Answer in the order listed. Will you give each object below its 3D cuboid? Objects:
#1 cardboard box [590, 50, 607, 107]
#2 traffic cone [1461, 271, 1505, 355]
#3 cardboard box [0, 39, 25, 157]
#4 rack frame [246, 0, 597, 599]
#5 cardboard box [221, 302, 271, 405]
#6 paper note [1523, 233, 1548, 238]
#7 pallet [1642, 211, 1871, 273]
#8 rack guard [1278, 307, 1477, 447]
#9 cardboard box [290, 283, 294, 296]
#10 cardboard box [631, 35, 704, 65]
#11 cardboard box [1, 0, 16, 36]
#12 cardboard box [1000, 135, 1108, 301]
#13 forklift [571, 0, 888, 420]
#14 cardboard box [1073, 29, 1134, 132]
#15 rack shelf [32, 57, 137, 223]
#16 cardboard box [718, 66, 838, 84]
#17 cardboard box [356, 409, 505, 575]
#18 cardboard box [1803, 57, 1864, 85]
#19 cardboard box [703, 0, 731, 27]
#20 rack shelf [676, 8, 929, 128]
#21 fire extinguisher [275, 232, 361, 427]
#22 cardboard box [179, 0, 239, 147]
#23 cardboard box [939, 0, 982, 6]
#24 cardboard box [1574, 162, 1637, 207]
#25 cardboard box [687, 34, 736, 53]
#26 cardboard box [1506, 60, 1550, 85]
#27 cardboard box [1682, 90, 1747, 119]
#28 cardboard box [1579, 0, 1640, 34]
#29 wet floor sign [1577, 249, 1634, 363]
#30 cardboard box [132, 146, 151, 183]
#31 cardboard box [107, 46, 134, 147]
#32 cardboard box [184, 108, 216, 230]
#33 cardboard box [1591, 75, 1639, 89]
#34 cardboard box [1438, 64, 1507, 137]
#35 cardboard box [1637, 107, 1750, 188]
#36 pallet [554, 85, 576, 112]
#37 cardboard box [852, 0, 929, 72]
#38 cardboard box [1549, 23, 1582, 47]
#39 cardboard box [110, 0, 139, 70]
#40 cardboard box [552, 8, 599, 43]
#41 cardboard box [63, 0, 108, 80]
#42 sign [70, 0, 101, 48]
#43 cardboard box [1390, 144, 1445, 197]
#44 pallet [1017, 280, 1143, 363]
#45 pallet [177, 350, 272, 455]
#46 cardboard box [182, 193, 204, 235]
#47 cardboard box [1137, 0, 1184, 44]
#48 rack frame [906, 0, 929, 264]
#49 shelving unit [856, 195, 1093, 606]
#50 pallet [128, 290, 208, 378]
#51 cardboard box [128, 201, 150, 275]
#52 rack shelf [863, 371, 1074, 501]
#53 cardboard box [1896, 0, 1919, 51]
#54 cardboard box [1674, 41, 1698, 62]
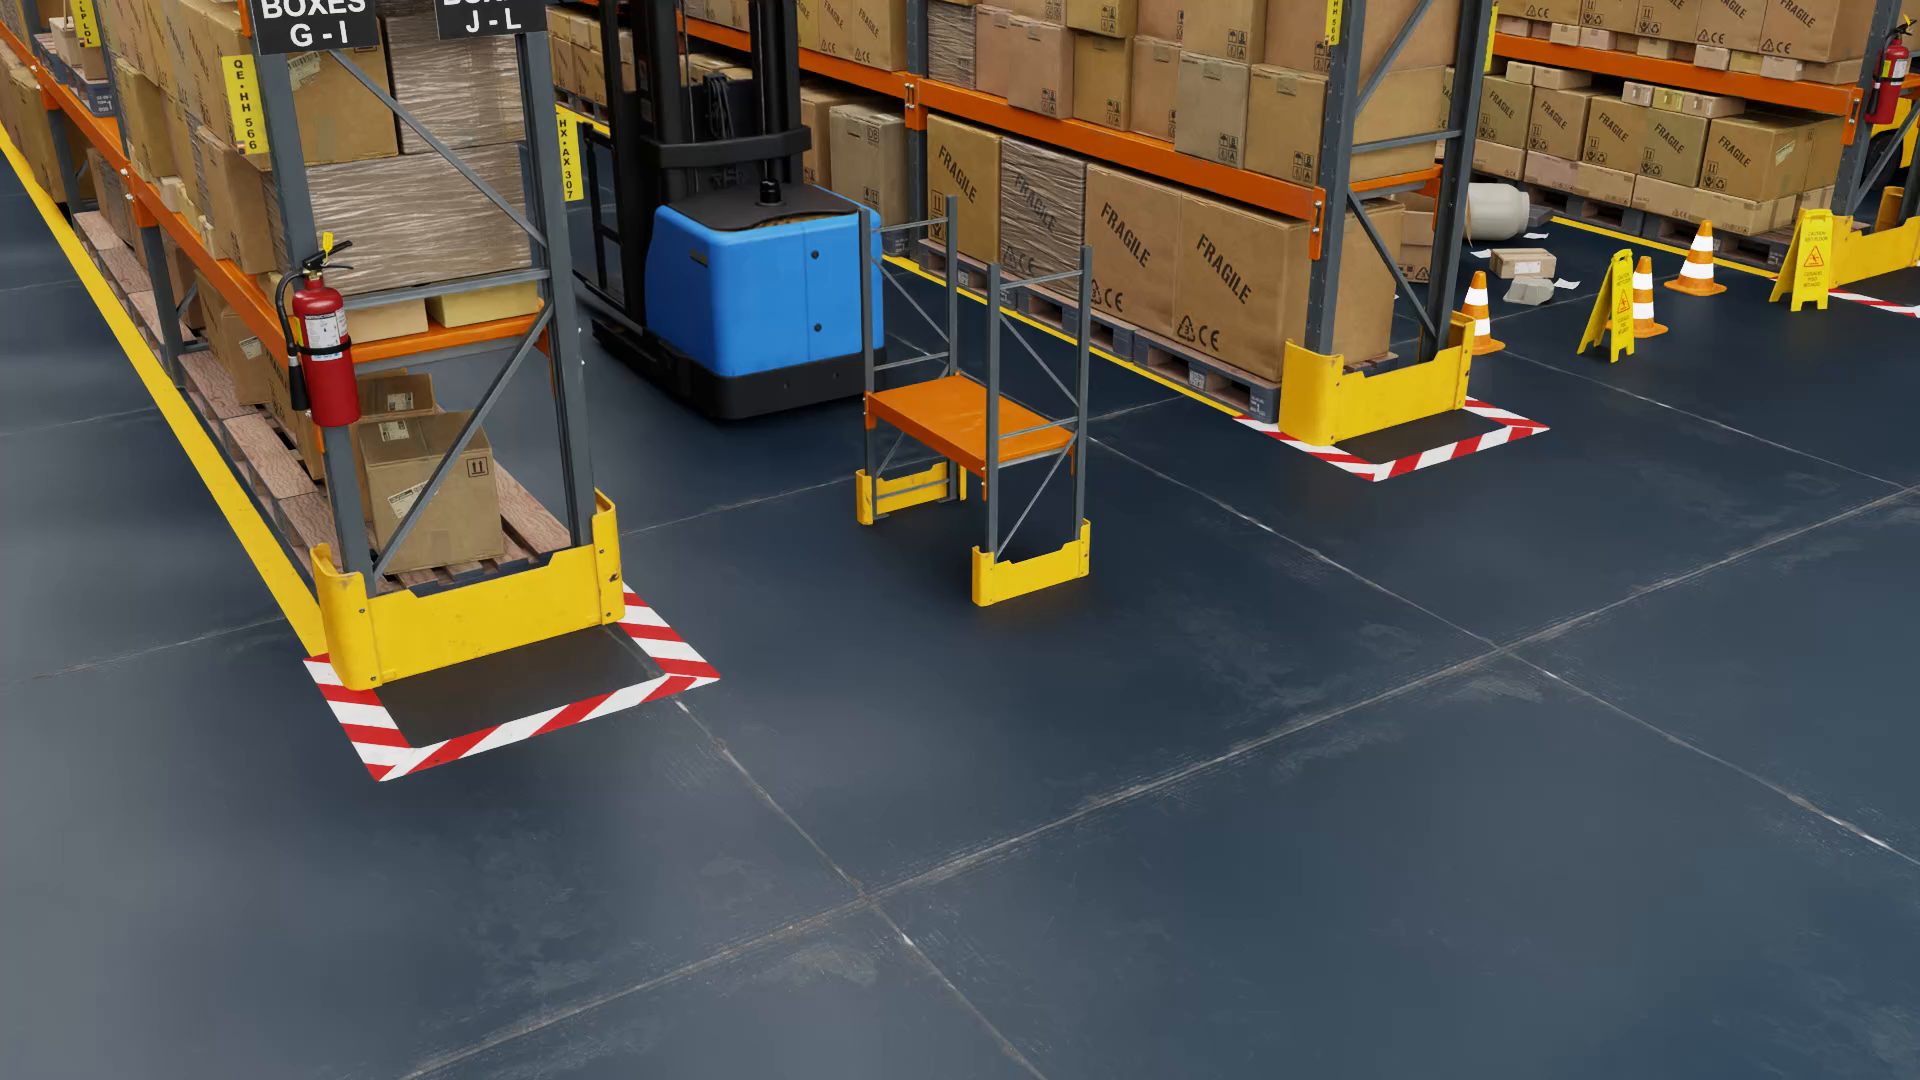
[{"bbox_3d":[-3.258,-4.514,16.234,0.500,0.500,0.500,-17,30,-32],"label":"cardboard box"},{"bbox_3d":[3.170,-1.420,10.216,0.336,0.463,0.334,-16,29,-30],"label":"traffic cone"},{"bbox_3d":[-7.637,-3.904,14.503,1.225,0.875,0.875,-17,30,-31],"label":"cardboard box"},{"bbox_3d":[-1.941,-0.927,6.199,1.000,3.000,0.127,-16,29,-30],"label":"rack frame"},{"bbox_3d":[-3.620,-1.061,8.921,0.500,0.500,0.500,-6,26,-13],"label":"cardboard box"},{"bbox_3d":[4.369,-2.312,12.612,0.148,0.019,0.142,18,31,33],"label":"paper note"},{"bbox_3d":[5.907,-2.301,12.377,1.003,0.211,1.213,-16,29,-30],"label":"pallet"},{"bbox_3d":[2.283,-0.907,9.086,1.175,0.500,0.348,-16,29,-30],"label":"rack guard"},{"bbox_3d":[-2.405,-0.956,6.556,0.380,0.149,0.250,-16,29,-30],"label":"cardboard box"},{"bbox_3d":[-2.690,-4.490,15.305,0.500,0.250,0.500,-16,30,-31],"label":"cardboard box"},{"bbox_3d":[-7.338,-4.317,13.263,0.500,0.500,0.500,-17,30,-31],"label":"cardboard box"},{"bbox_3d":[0.867,-2.143,10.773,0.875,0.875,0.875,-15,29,-29],"label":"cardboard box"},{"bbox_3d":[-1.620,-2.557,9.732,1.130,2.935,3.031,-15,29,-29],"label":"forklift"},{"bbox_3d":[1.187,-2.837,10.071,0.875,0.550,0.500,-16,29,-30],"label":"cardboard box"},{"bbox_3d":[-5.216,-2.747,10.899,1.077,0.370,4.000,-16,29,-30],"label":"rack shelf"},{"bbox_3d":[-1.360,-3.530,13.856,1.050,0.750,0.750,-15,29,-29],"label":"cardboard box"},{"bbox_3d":[-2.267,-0.213,7.124,0.500,0.500,0.500,-10,27,-20],"label":"cardboard box"},{"bbox_3d":[5.979,-3.206,11.322,0.380,0.149,0.250,-14,29,-28],"label":"cardboard box"},{"bbox_3d":[-1.798,-4.548,13.754,0.500,0.500,0.500,-16,30,-30],"label":"cardboard box"},{"bbox_3d":[-1.005,-3.867,13.270,1.077,0.370,4.000,-16,29,-30],"label":"rack shelf"},{"bbox_3d":[-2.264,-0.743,5.901,0.296,0.674,0.183,-16,29,-30],"label":"fire extinguisher"},{"bbox_3d":[-2.726,-1.875,6.571,0.500,0.500,0.500,-16,29,-30],"label":"cardboard box"},{"bbox_3d":[0.259,-3.893,11.043,0.875,0.550,0.550,-16,29,-30],"label":"cardboard box"},{"bbox_3d":[5.129,-2.782,12.858,0.500,0.250,0.500,-17,30,-31],"label":"cardboard box"},{"bbox_3d":[-2.270,-4.609,15.558,0.500,0.250,0.500,-17,30,-32],"label":"cardboard box"},{"bbox_3d":[4.575,-3.730,13.227,0.380,0.149,0.250,-14,29,-28],"label":"cardboard box"},{"bbox_3d":[5.450,-3.156,12.013,0.380,0.149,0.250,-15,29,-28],"label":"cardboard box"},{"bbox_3d":[5.035,-4.091,12.437,0.500,0.500,0.500,-15,29,-29],"label":"cardboard box"},{"bbox_3d":[3.945,-1.433,10.029,0.267,0.644,0.232,-22,33,-38],"label":"wet floor sign"},{"bbox_3d":[-4.133,-2.004,8.776,0.380,0.149,0.250,-16,29,-30],"label":"cardboard box"},{"bbox_3d":[-3.930,-2.362,8.773,0.875,0.500,0.500,-16,29,-30],"label":"cardboard box"},{"bbox_3d":[-2.828,-1.649,7.264,0.875,0.500,0.500,-16,29,-30],"label":"cardboard box"},{"bbox_3d":[5.285,-3.439,13.373,0.500,0.500,0.500,-14,29,-27],"label":"cardboard box"},{"bbox_3d":[4.275,-3.678,13.879,0.500,0.500,0.500,-14,29,-27],"label":"cardboard box"},{"bbox_3d":[5.419,-2.933,12.300,0.500,0.500,0.500,-14,29,-28],"label":"cardboard box"},{"bbox_3d":[-3.854,-4.799,17.669,1.003,0.211,1.213,-16,29,-30],"label":"pallet"},{"bbox_3d":[-0.422,-3.647,11.844,0.500,0.500,0.500,-16,29,-30],"label":"cardboard box"},{"bbox_3d":[4.773,-3.906,12.804,0.380,0.149,0.250,-15,29,-29],"label":"cardboard box"},{"bbox_3d":[-3.817,-2.590,8.087,0.500,0.500,0.500,-16,29,-30],"label":"cardboard box"},{"bbox_3d":[-3.806,-5.221,16.854,0.500,0.250,0.500,-15,29,-28],"label":"cardboard box"},{"bbox_3d":[-5.148,-3.192,10.386,0.797,0.503,0.637,-12,28,-24],"label":"cardboard box"},{"bbox_3d":[-4.587,-2.750,8.706,0.100,0.325,0.005,-16,29,-30],"label":"sign"},{"bbox_3d":[3.624,-2.837,13.171,0.500,0.500,0.500,3,25,6],"label":"cardboard box"},{"bbox_3d":[1.106,-1.489,10.657,1.003,0.211,1.213,-16,29,-30],"label":"pallet"},{"bbox_3d":[-3.728,-0.864,9.333,1.003,0.211,1.213,-16,29,-30],"label":"pallet"},{"bbox_3d":[-3.429,-1.563,7.842,0.380,0.149,0.250,-16,29,-30],"label":"cardboard box"},{"bbox_3d":[1.531,-3.151,9.471,0.875,0.550,0.550,-16,29,-30],"label":"cardboard box"},{"bbox_3d":[0.087,-3.477,11.602,1.000,3.000,0.127,-16,29,-30],"label":"rack frame"},{"bbox_3d":[0.042,-0.651,7.372,0.587,1.500,1.083,-16,29,-30],"label":"shelving unit"},{"bbox_3d":[-4.550,-1.374,10.414,1.003,0.211,1.213,-16,29,-30],"label":"pallet"},{"bbox_3d":[-4.992,-2.025,10.940,0.700,0.500,0.500,-18,31,-34],"label":"cardboard box"},{"bbox_3d":[0.047,-0.485,7.442,0.538,0.185,1.000,-16,29,-30],"label":"rack shelf"},{"bbox_3d":[6.336,-3.650,11.502,0.500,0.500,0.500,-16,30,-30],"label":"cardboard box"},{"bbox_3d":[5.438,-3.577,12.108,0.380,0.149,0.250,-15,29,-29],"label":"cardboard box"}]
